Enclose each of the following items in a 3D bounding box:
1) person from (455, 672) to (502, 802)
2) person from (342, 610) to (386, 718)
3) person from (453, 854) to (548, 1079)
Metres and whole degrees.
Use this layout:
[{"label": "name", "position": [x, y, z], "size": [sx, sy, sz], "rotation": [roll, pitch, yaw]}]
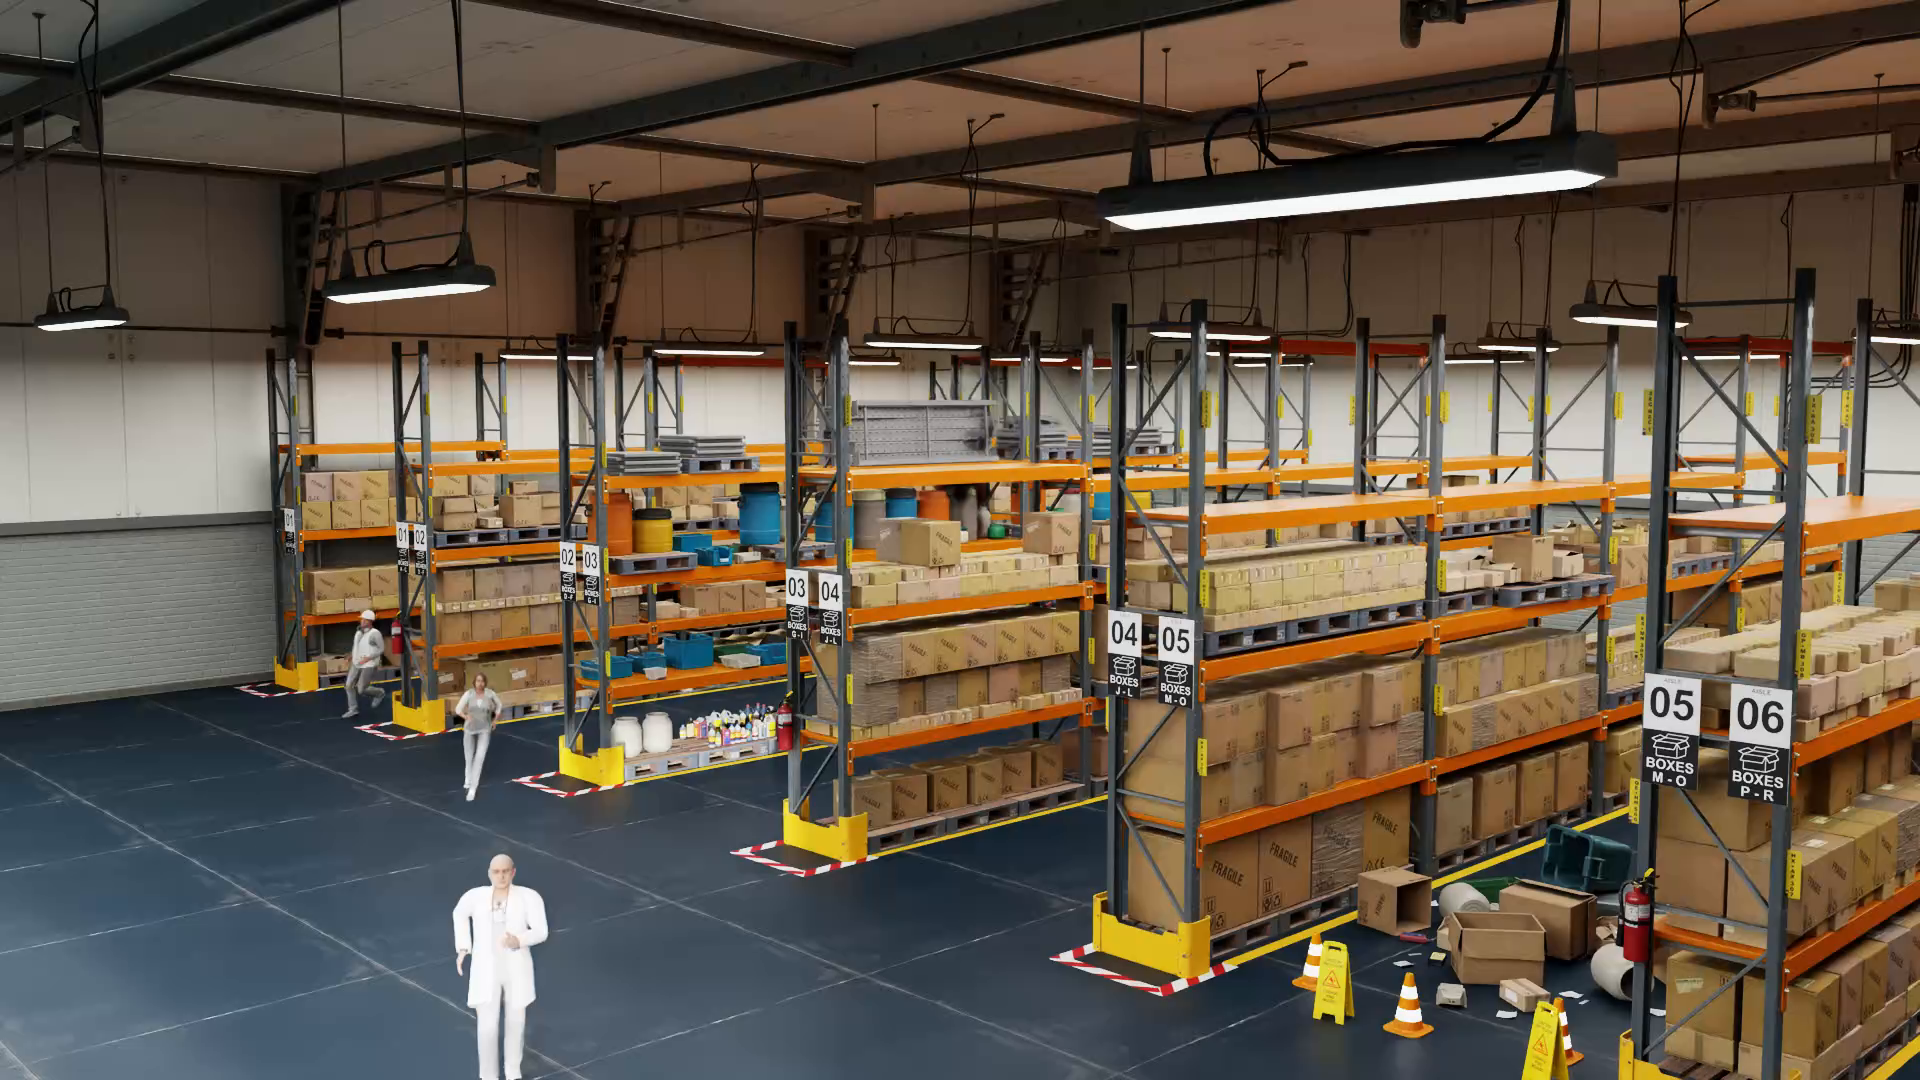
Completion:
[{"label": "person", "position": [-6.228, 2.503, 21.525], "size": [0.569, 1.616, 0.756], "rotation": [-1, 5, -10]}, {"label": "person", "position": [-9.571, 1.994, 26.885], "size": [0.701, 1.742, 0.733], "rotation": [3, 6, 28]}, {"label": "person", "position": [-3.374, 3.226, 12.246], "size": [0.669, 1.846, 0.828], "rotation": [-1, 5, -16]}]
